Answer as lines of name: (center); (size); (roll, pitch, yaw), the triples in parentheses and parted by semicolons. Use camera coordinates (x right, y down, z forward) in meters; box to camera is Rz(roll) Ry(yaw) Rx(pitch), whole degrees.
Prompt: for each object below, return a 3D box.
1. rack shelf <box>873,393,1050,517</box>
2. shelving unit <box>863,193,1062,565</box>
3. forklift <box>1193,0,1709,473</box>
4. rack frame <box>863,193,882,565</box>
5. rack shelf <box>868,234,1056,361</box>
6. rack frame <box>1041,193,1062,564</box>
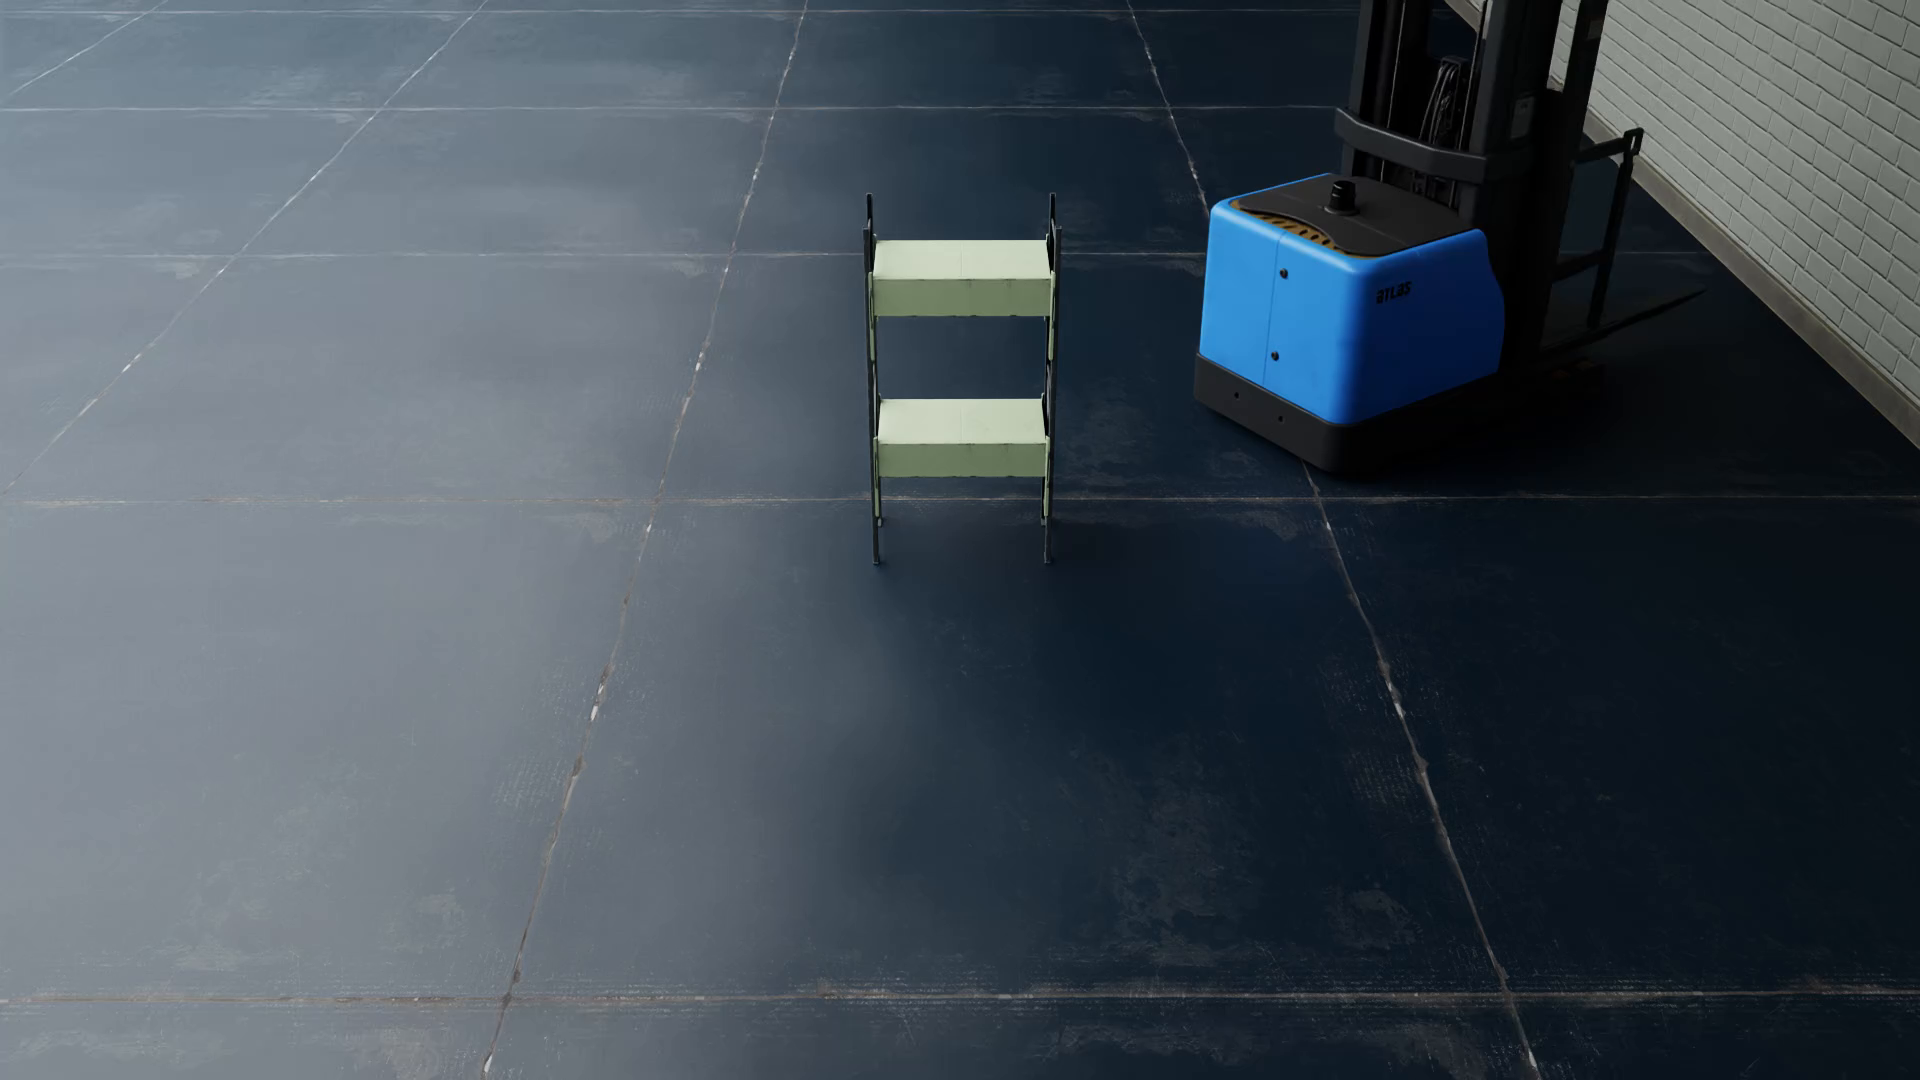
rack shelf: (0.007, -0.363, 7.030); (0.720, 0.370, 0.431); (0, 31, 0)
shelving unit: (0.007, -0.641, 6.861); (0.755, 1.500, 0.431); (0, 31, 0)
forklift: (2.665, -2.146, 7.961); (3.031, 2.935, 1.130); (-20, 36, -29)
rack frame: (-0.359, -0.640, 6.859); (0.023, 1.500, 0.400); (0, 31, 0)
rack shelf: (0.007, -0.975, 6.659); (0.720, 0.370, 0.431); (0, 31, 0)
rack frame: (0.373, -0.642, 6.863); (0.023, 1.500, 0.400); (0, 31, 0)
